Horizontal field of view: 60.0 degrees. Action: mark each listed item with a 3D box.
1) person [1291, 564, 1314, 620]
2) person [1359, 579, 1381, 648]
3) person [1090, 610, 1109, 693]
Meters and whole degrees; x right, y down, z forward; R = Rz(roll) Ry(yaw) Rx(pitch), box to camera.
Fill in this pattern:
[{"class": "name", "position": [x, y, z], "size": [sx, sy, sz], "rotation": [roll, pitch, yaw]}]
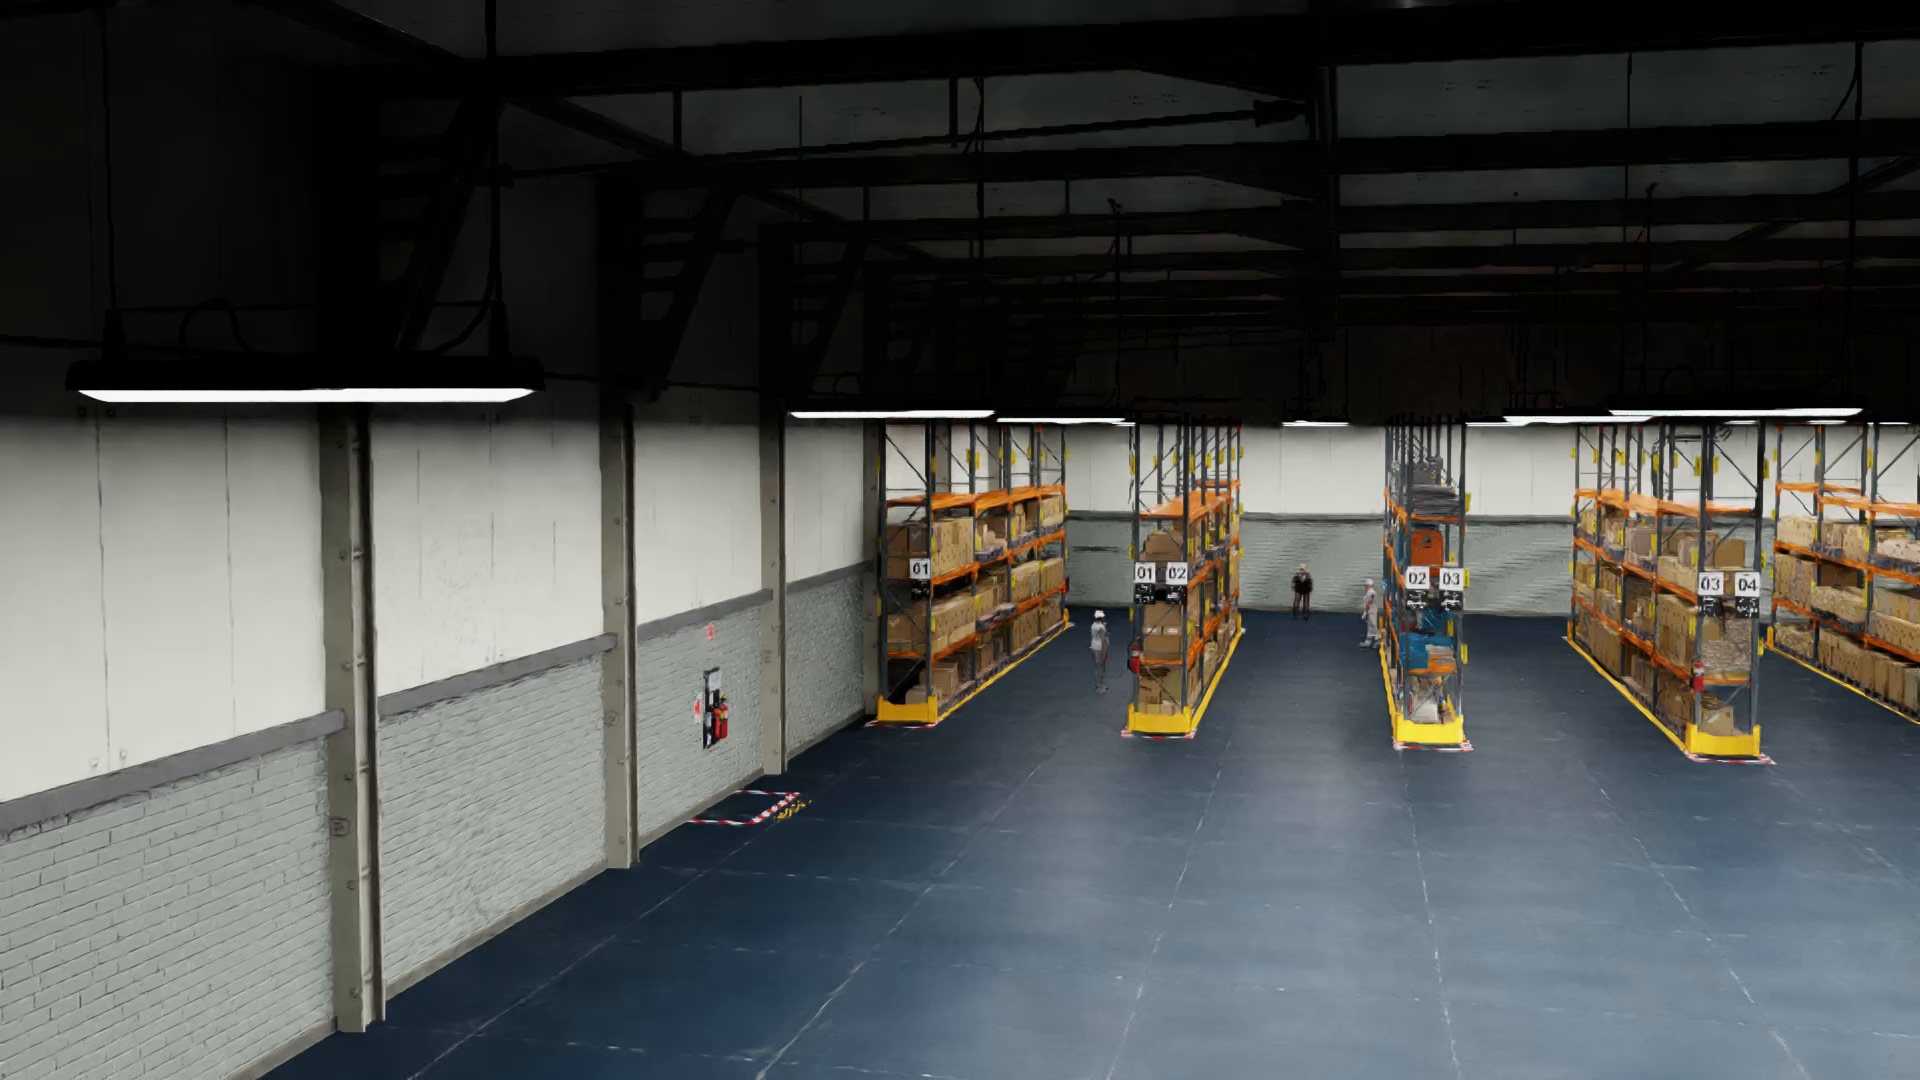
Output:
[{"class": "person", "position": [10.188, 1.547, 49.515], "size": [0.677, 1.674, 0.534], "rotation": [1, 4, 11]}, {"class": "person", "position": [10.671, 1.896, 43.242], "size": [0.581, 1.784, 0.645], "rotation": [1, 4, 18]}, {"class": "person", "position": [3.064, 2.389, 35.975], "size": [0.450, 1.776, 0.584], "rotation": [-1, 4, -18]}]
